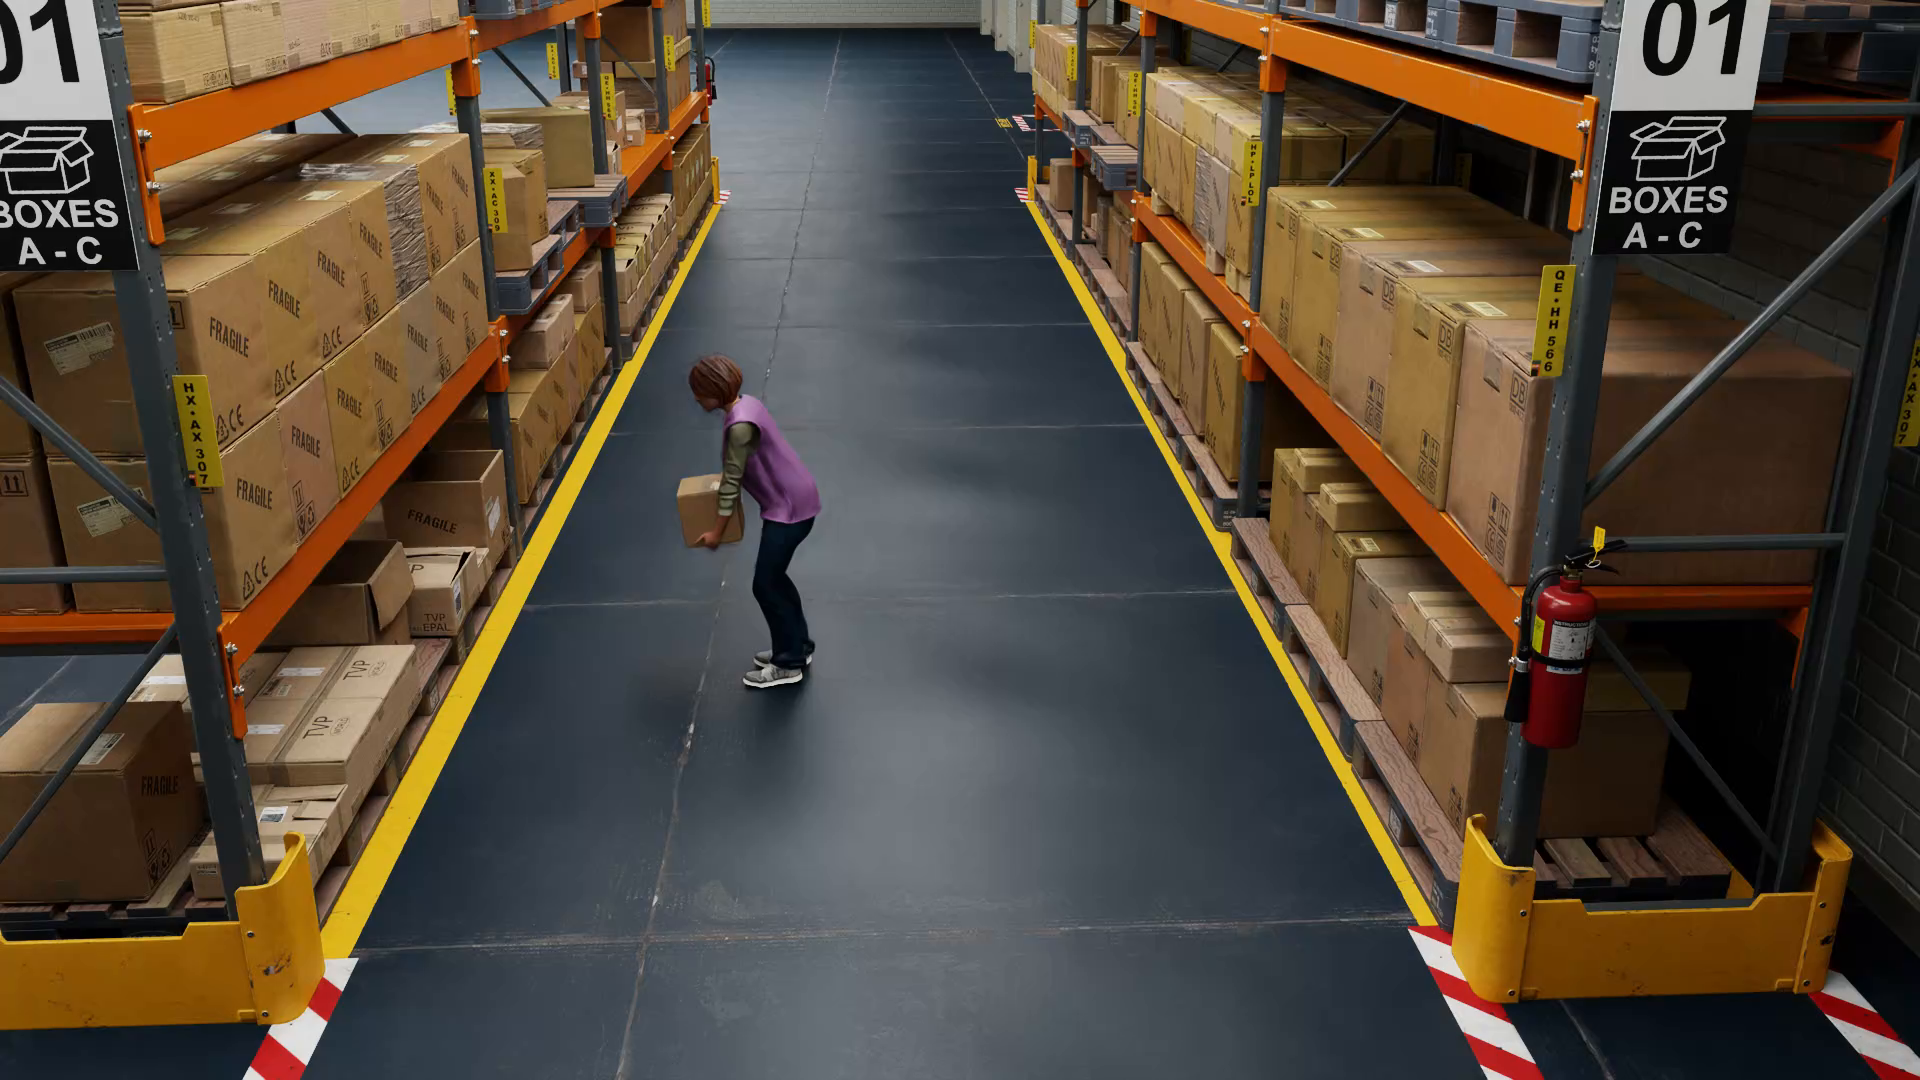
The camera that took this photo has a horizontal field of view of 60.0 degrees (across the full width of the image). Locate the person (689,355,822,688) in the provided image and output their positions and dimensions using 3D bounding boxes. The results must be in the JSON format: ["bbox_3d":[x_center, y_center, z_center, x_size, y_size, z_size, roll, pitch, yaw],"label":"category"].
[{"bbox_3d":[-0.895,-0.080,7.432,0.557,1.514,0.377,-2,21,-4],"label":"person"}]
